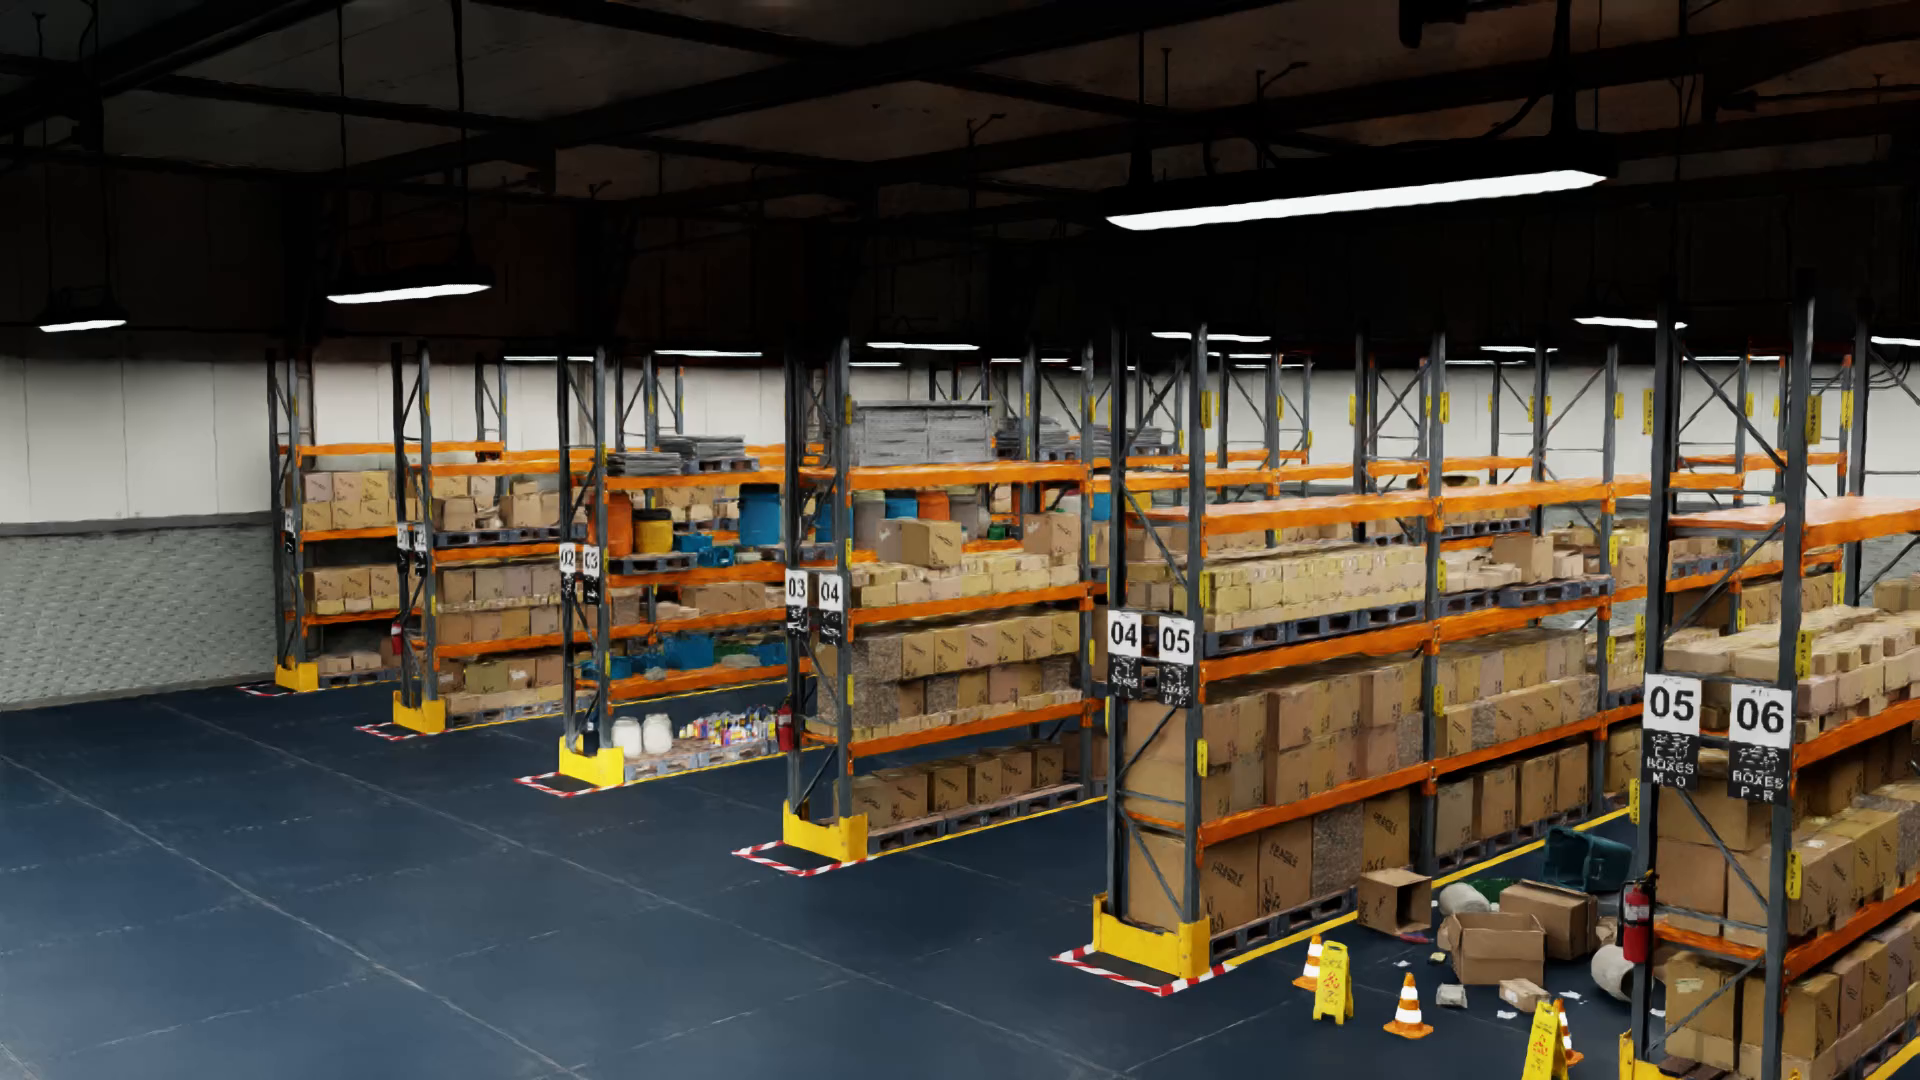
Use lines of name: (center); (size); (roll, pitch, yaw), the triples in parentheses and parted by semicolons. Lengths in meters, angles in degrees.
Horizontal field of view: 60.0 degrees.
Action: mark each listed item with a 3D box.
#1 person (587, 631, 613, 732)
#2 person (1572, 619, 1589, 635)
person: (-5.504, 2.168, 25.453); (0.407, 1.594, 0.459); (1, 5, 16)
person: (9.657, 2.080, 25.804); (0.677, 1.726, 0.574); (5, 7, 44)
